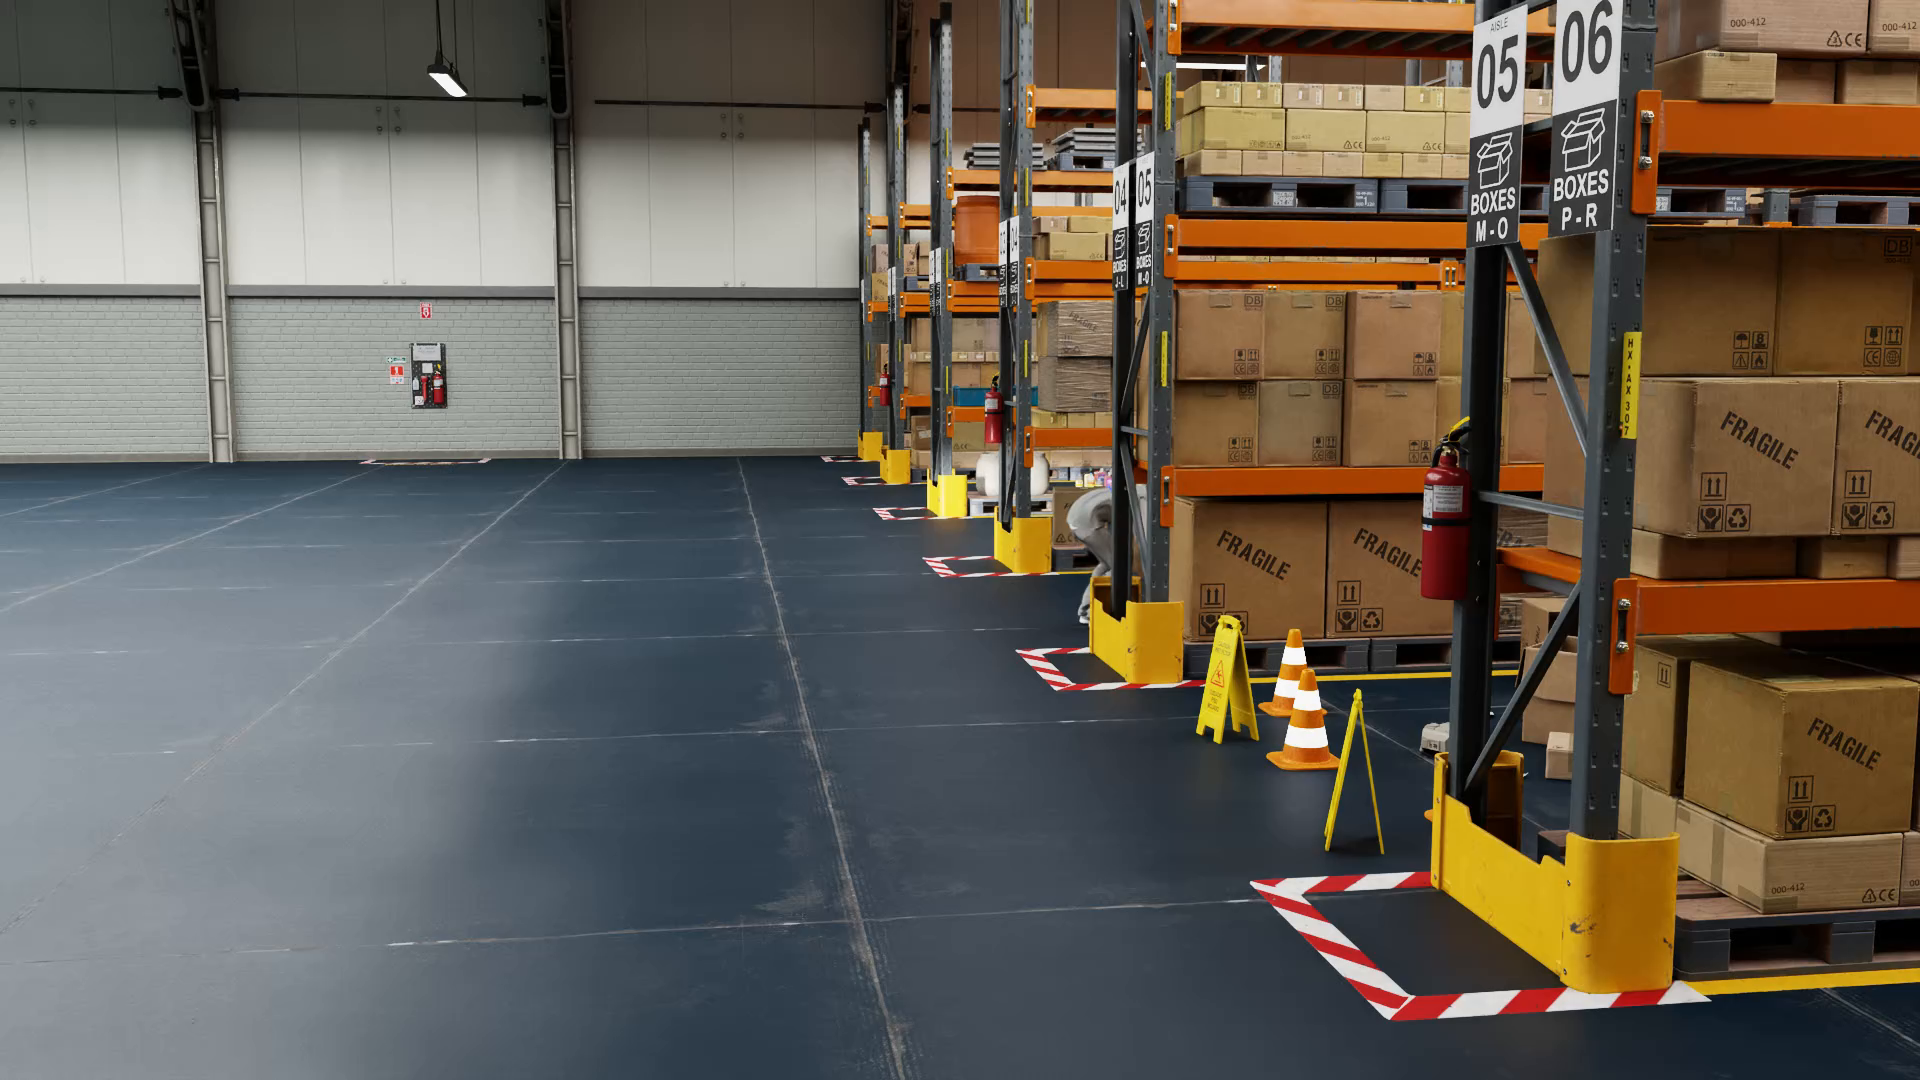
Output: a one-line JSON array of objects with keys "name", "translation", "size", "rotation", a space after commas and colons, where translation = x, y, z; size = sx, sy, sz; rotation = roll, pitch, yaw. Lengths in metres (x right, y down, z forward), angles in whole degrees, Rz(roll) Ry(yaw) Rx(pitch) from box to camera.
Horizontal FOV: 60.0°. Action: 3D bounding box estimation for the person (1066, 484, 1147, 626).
[{"name": "person", "translation": [1.195, 0.078, 12.191], "size": [0.841, 1.118, 0.399], "rotation": [-1, 7, -11]}]
